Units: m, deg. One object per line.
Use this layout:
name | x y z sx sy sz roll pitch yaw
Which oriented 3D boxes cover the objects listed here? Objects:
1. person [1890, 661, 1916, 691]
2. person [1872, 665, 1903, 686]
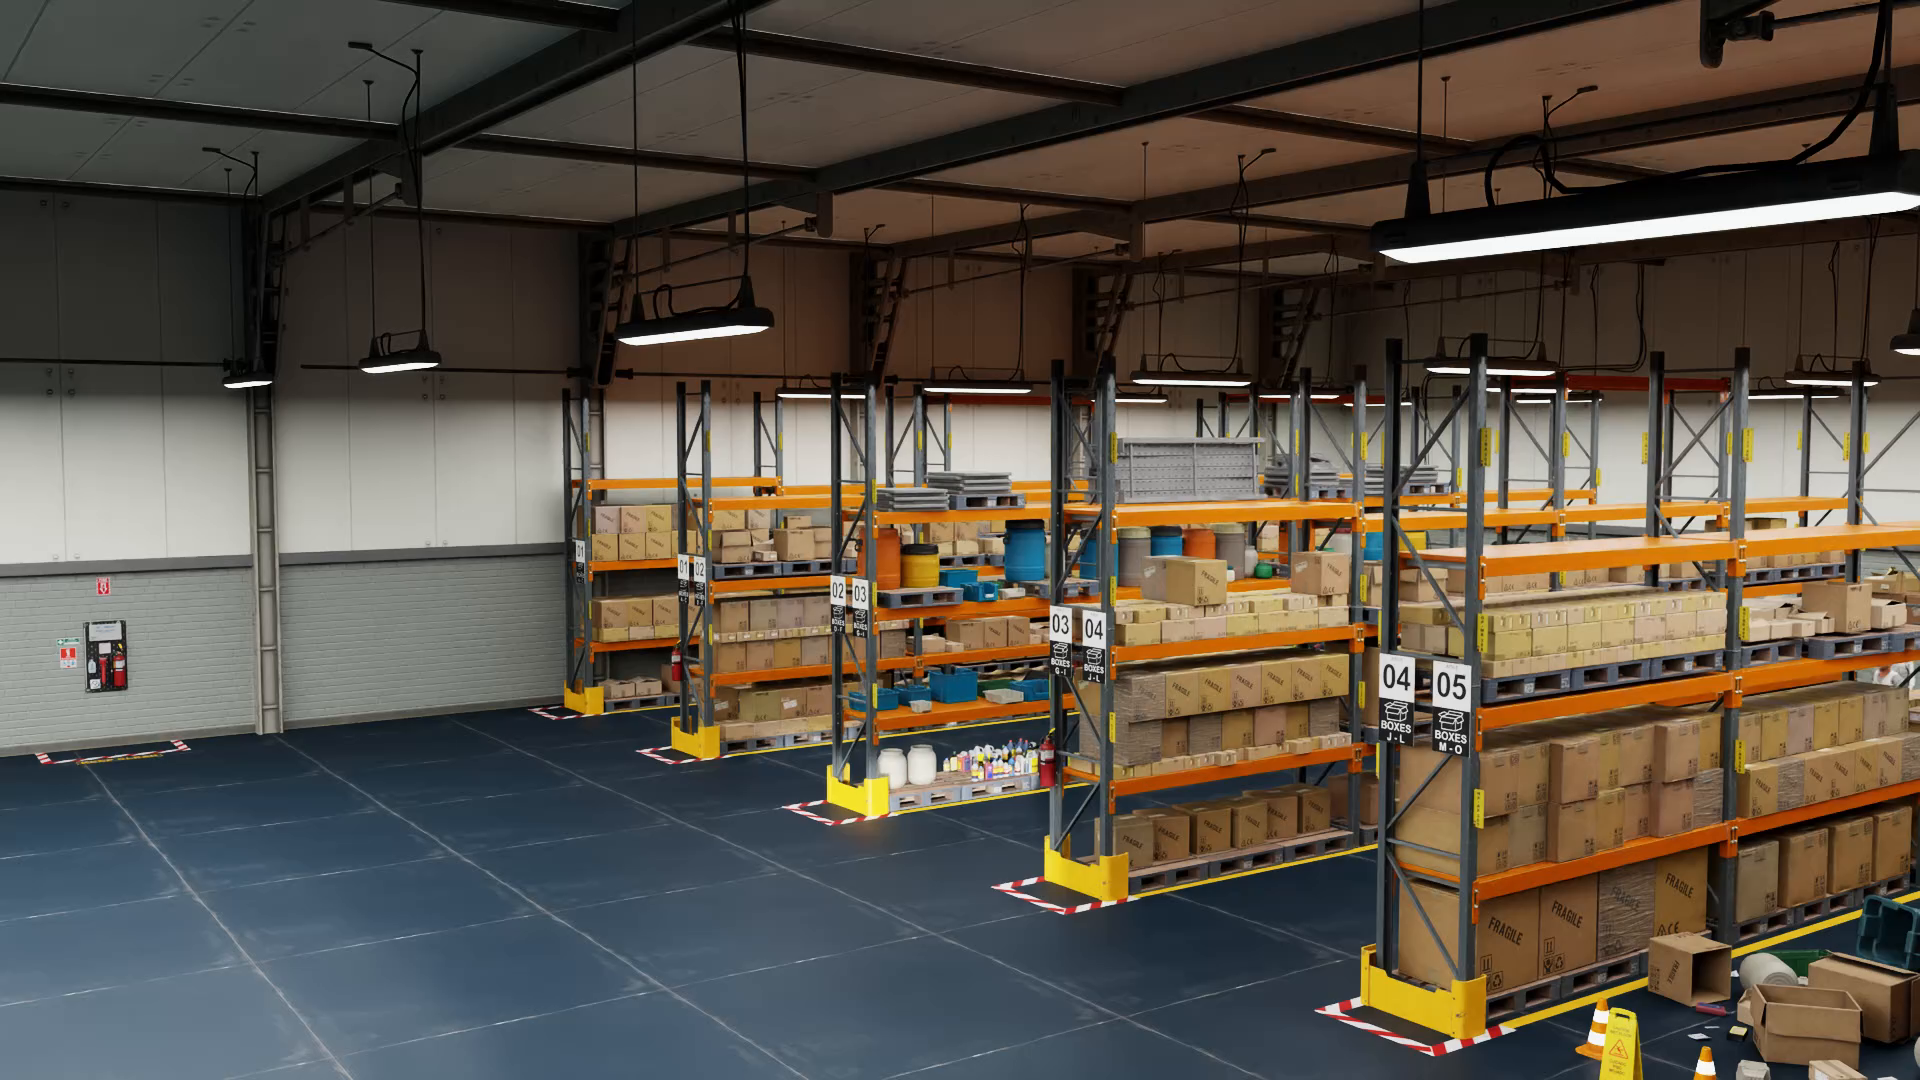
person | 16.238 2.485 28.753 0.449 1.593 1.073 1 4 13
person | 14.296 2.611 25.773 1.050 1.721 0.538 -3 5 -39
